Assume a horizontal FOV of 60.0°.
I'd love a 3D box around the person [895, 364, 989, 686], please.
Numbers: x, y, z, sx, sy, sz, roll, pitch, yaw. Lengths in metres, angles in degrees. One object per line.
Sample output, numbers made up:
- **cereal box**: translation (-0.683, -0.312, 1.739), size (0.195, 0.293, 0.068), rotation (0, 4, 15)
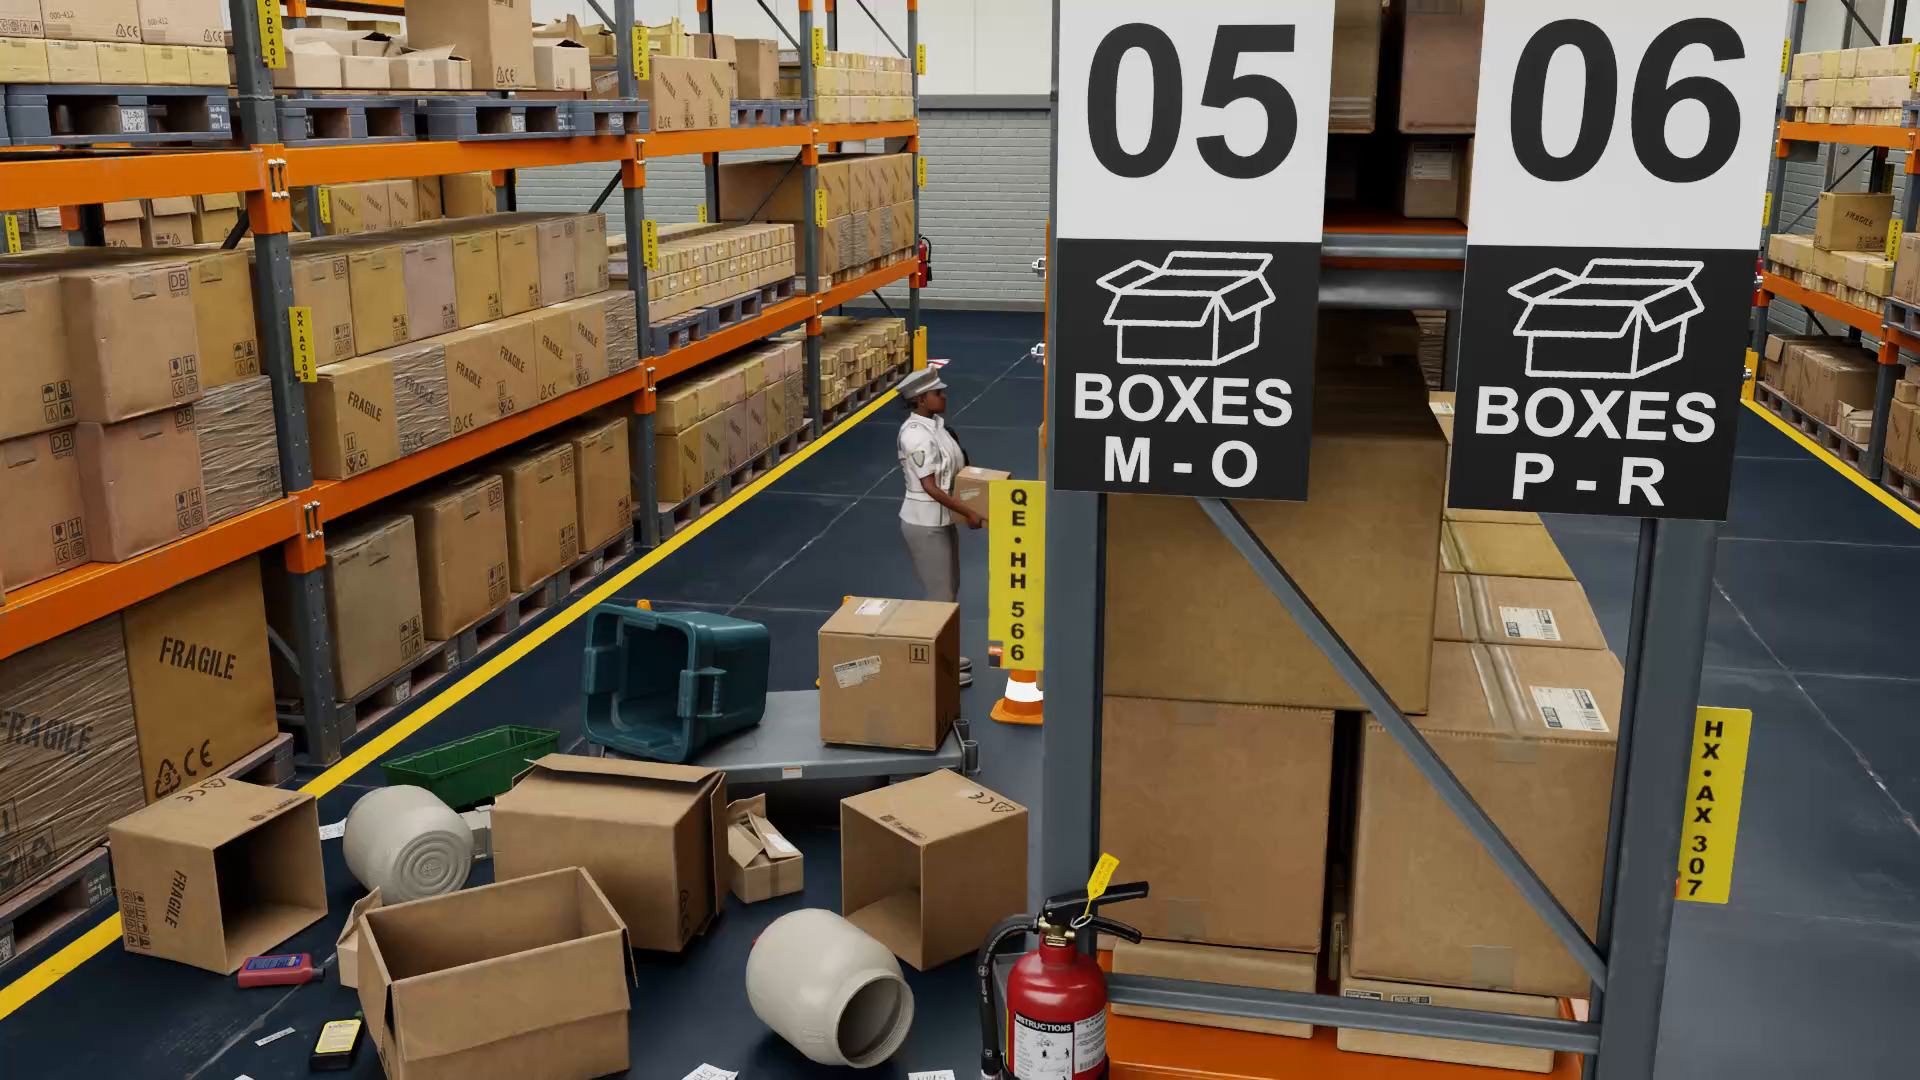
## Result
- **person**: translation (-0.075, -0.084, 8.777), size (0.540, 1.688, 0.449), rotation (3, 15, 11)
